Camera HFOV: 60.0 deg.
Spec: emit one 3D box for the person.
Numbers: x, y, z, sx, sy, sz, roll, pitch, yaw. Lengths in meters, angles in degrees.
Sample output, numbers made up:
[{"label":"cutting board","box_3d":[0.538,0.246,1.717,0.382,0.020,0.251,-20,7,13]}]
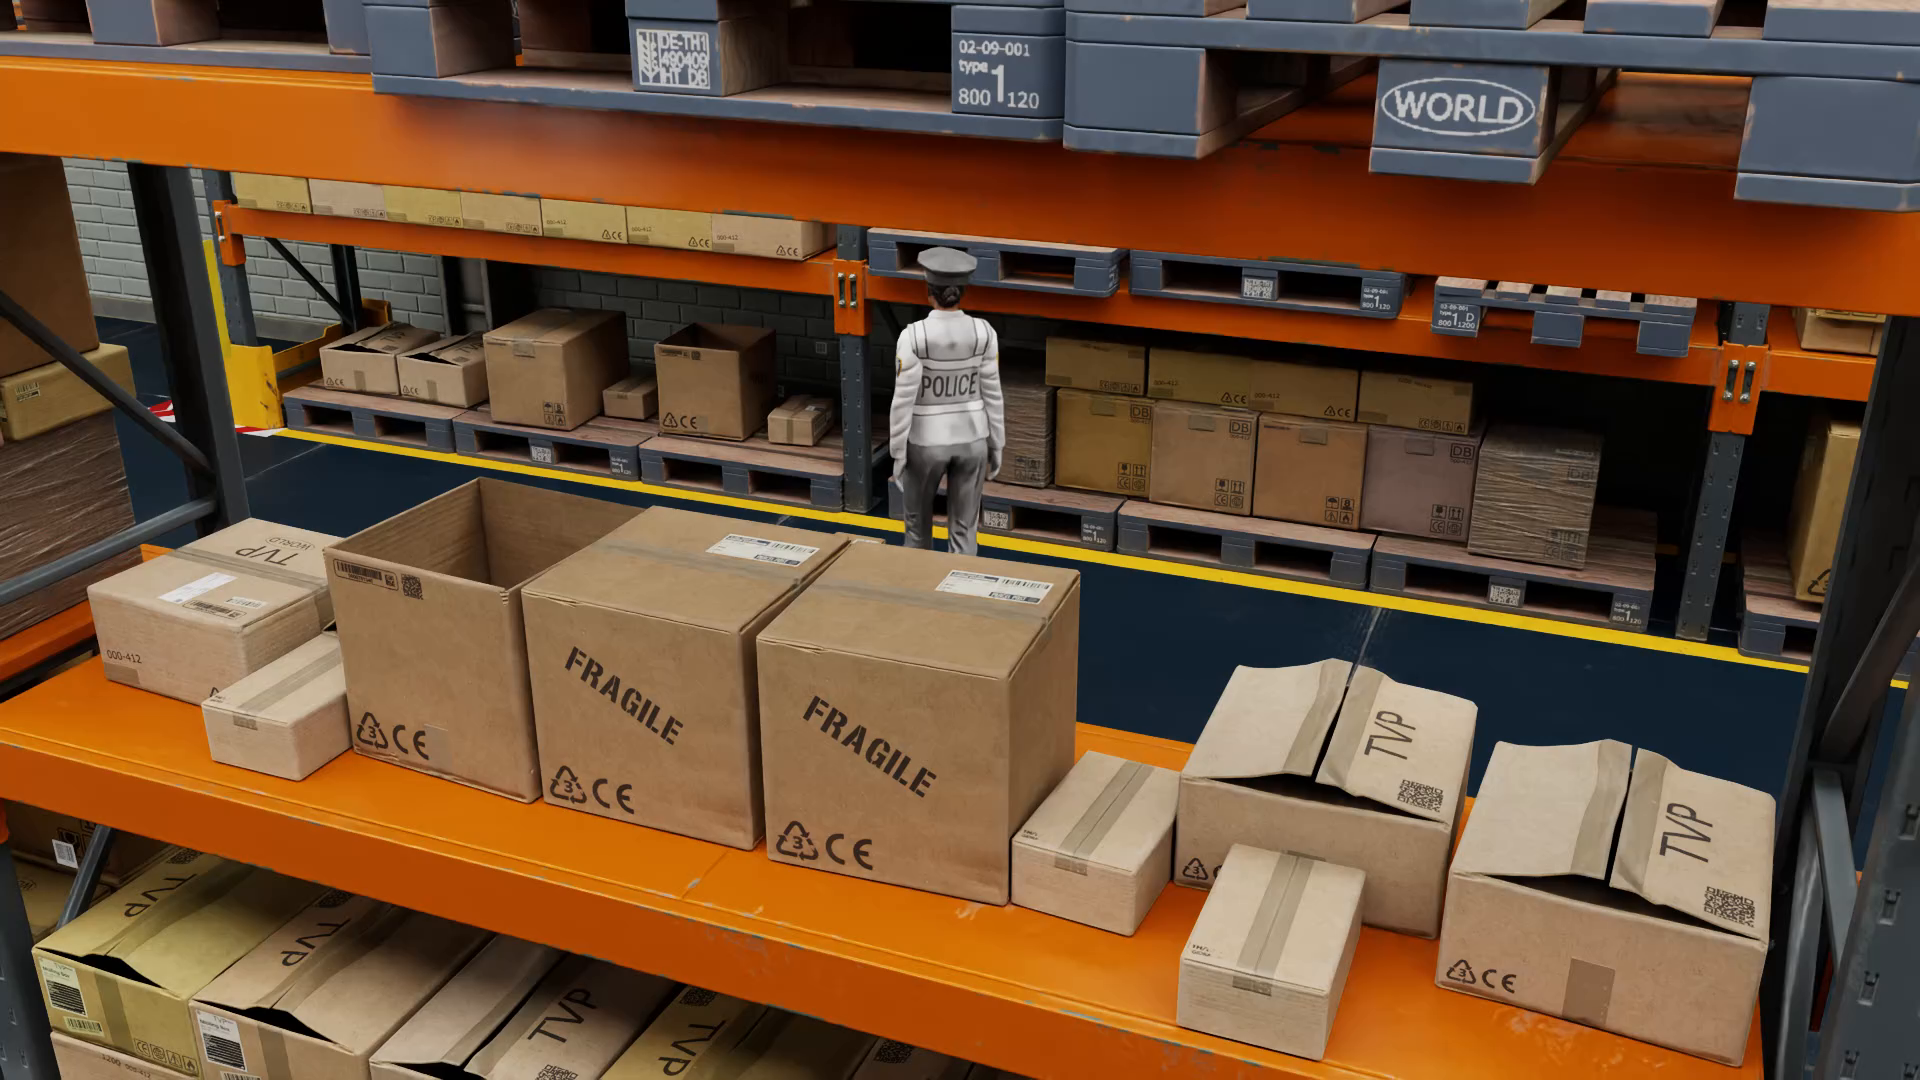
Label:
[{"label":"person","box_3d":[-0.083,-0.431,7.098,0.504,1.662,0.660,-4,23,-11]}]
